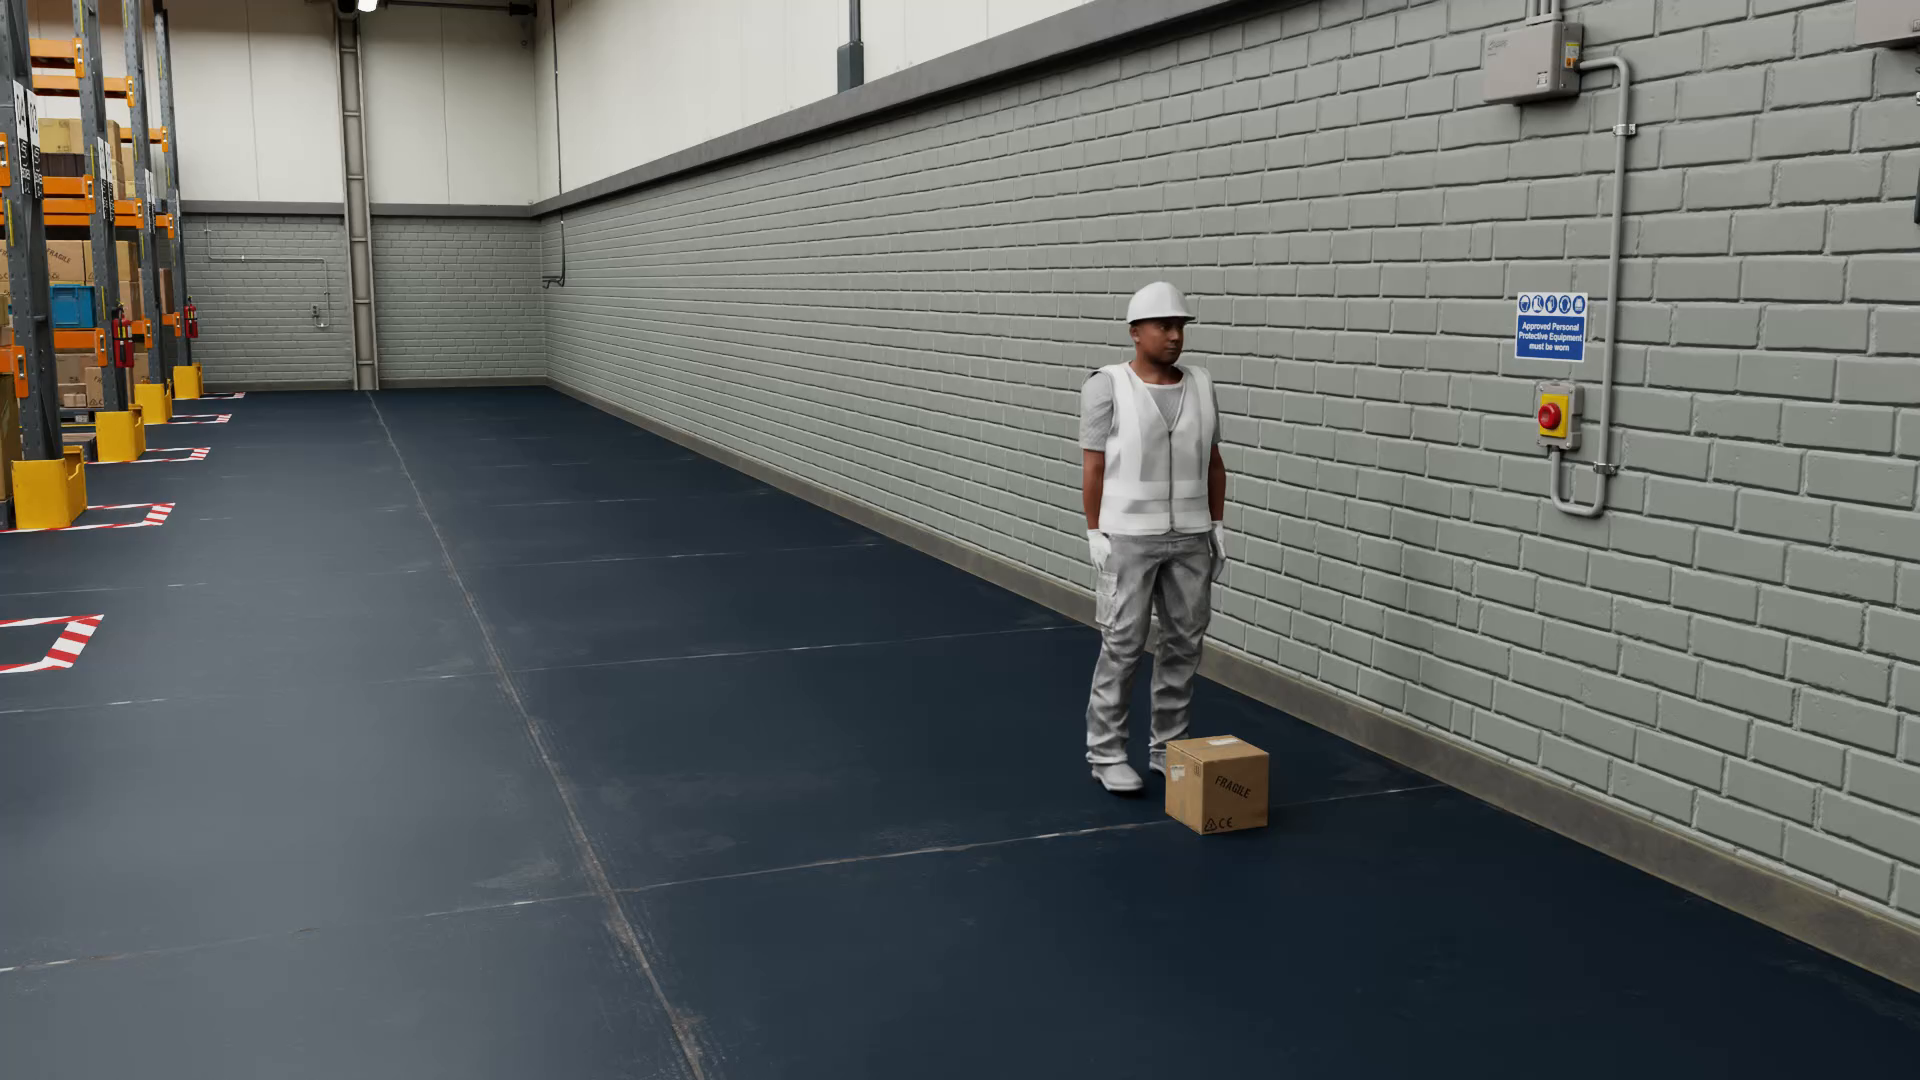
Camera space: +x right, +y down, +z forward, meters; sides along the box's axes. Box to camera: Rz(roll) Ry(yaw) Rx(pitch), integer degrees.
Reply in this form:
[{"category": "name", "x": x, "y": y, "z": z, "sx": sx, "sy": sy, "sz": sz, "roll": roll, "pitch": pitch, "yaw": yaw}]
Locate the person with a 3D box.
[{"category": "person", "x": 0.693, "y": -0.012, "z": 5.875, "sx": 0.545, "sy": 1.781, "sz": 0.366, "roll": -3, "pitch": 9, "yaw": -20}]
